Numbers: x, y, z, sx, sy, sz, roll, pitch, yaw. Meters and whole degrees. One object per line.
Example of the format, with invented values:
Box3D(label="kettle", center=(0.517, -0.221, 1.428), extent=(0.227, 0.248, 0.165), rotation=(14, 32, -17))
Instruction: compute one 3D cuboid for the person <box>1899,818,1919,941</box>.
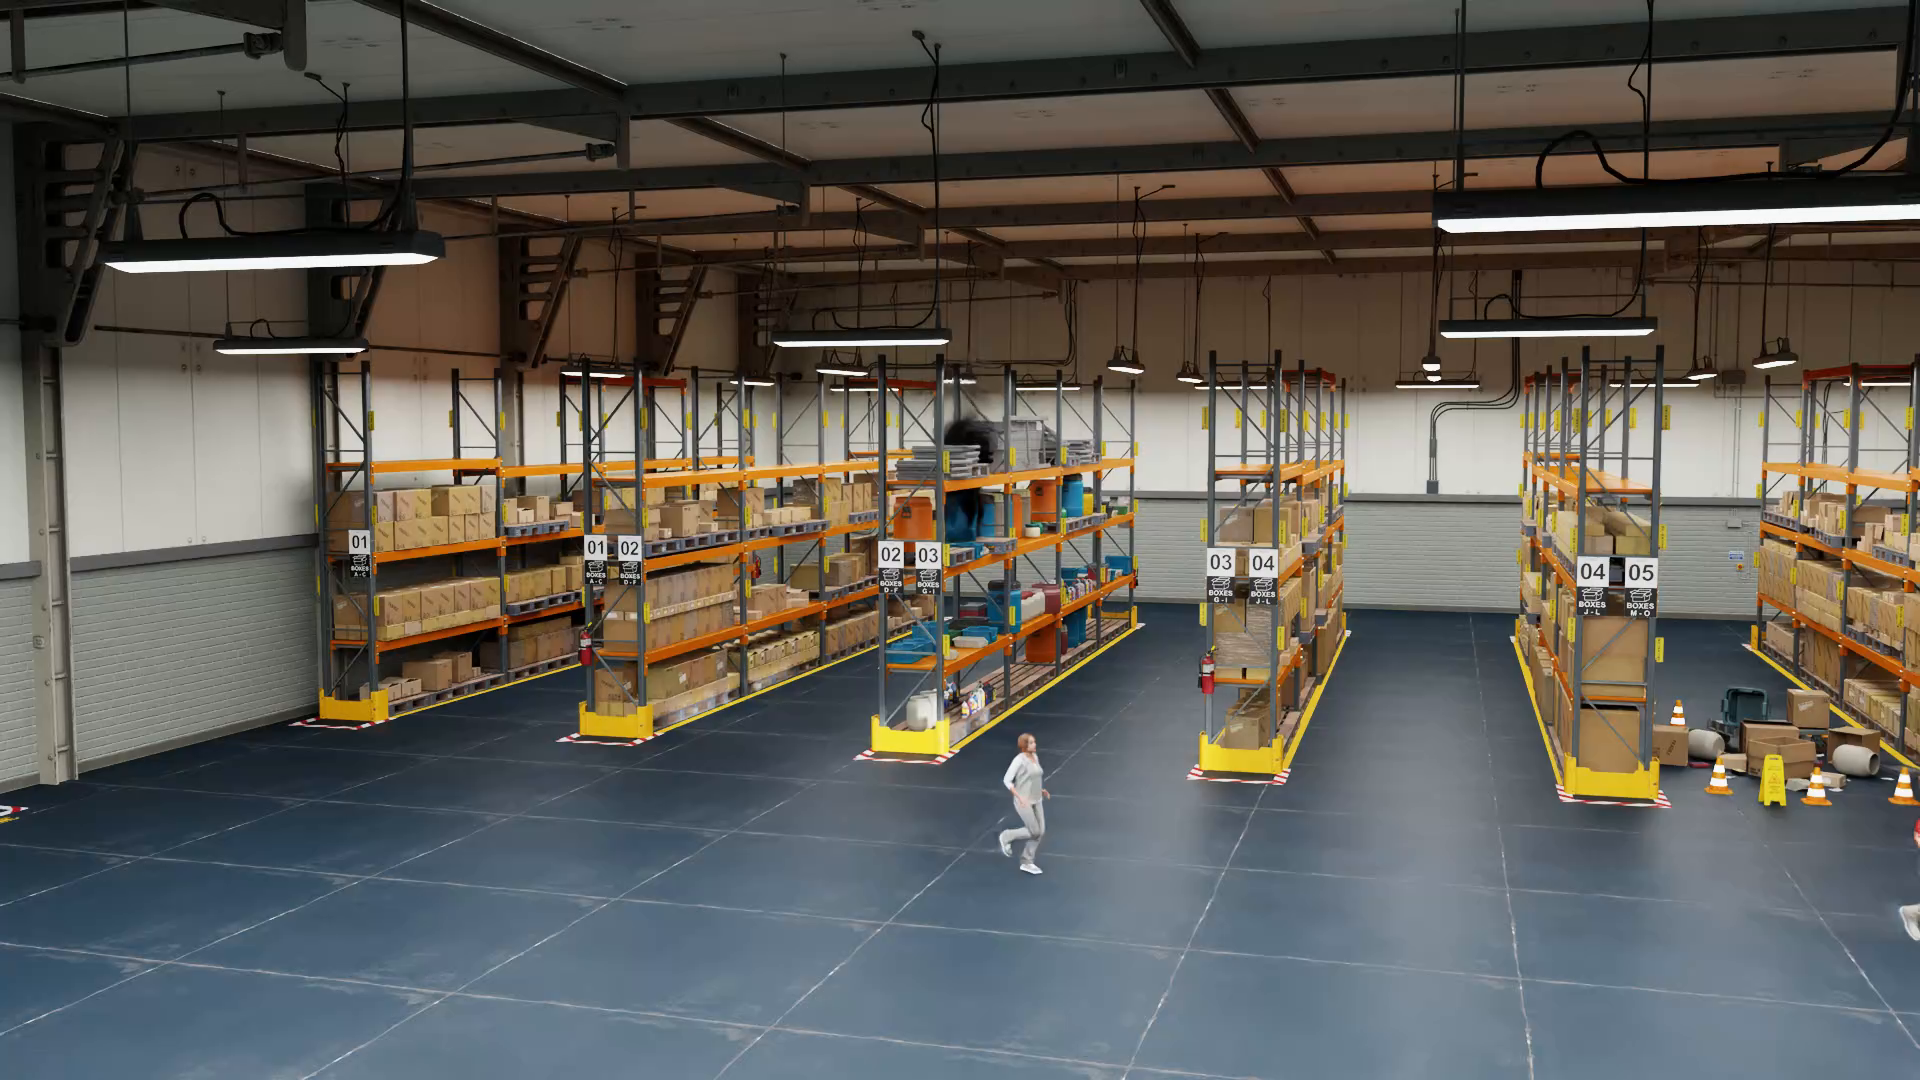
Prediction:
Box3D(label="person", center=(9.183, 3.058, 15.556), extent=(0.664, 1.684, 0.602), rotation=(-3, 5, -38))

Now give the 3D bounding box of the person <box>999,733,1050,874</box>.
Box3D(label="person", center=(0.731, 2.915, 18.477), extent=(0.502, 1.558, 0.542), rotation=(3, 5, 39))
